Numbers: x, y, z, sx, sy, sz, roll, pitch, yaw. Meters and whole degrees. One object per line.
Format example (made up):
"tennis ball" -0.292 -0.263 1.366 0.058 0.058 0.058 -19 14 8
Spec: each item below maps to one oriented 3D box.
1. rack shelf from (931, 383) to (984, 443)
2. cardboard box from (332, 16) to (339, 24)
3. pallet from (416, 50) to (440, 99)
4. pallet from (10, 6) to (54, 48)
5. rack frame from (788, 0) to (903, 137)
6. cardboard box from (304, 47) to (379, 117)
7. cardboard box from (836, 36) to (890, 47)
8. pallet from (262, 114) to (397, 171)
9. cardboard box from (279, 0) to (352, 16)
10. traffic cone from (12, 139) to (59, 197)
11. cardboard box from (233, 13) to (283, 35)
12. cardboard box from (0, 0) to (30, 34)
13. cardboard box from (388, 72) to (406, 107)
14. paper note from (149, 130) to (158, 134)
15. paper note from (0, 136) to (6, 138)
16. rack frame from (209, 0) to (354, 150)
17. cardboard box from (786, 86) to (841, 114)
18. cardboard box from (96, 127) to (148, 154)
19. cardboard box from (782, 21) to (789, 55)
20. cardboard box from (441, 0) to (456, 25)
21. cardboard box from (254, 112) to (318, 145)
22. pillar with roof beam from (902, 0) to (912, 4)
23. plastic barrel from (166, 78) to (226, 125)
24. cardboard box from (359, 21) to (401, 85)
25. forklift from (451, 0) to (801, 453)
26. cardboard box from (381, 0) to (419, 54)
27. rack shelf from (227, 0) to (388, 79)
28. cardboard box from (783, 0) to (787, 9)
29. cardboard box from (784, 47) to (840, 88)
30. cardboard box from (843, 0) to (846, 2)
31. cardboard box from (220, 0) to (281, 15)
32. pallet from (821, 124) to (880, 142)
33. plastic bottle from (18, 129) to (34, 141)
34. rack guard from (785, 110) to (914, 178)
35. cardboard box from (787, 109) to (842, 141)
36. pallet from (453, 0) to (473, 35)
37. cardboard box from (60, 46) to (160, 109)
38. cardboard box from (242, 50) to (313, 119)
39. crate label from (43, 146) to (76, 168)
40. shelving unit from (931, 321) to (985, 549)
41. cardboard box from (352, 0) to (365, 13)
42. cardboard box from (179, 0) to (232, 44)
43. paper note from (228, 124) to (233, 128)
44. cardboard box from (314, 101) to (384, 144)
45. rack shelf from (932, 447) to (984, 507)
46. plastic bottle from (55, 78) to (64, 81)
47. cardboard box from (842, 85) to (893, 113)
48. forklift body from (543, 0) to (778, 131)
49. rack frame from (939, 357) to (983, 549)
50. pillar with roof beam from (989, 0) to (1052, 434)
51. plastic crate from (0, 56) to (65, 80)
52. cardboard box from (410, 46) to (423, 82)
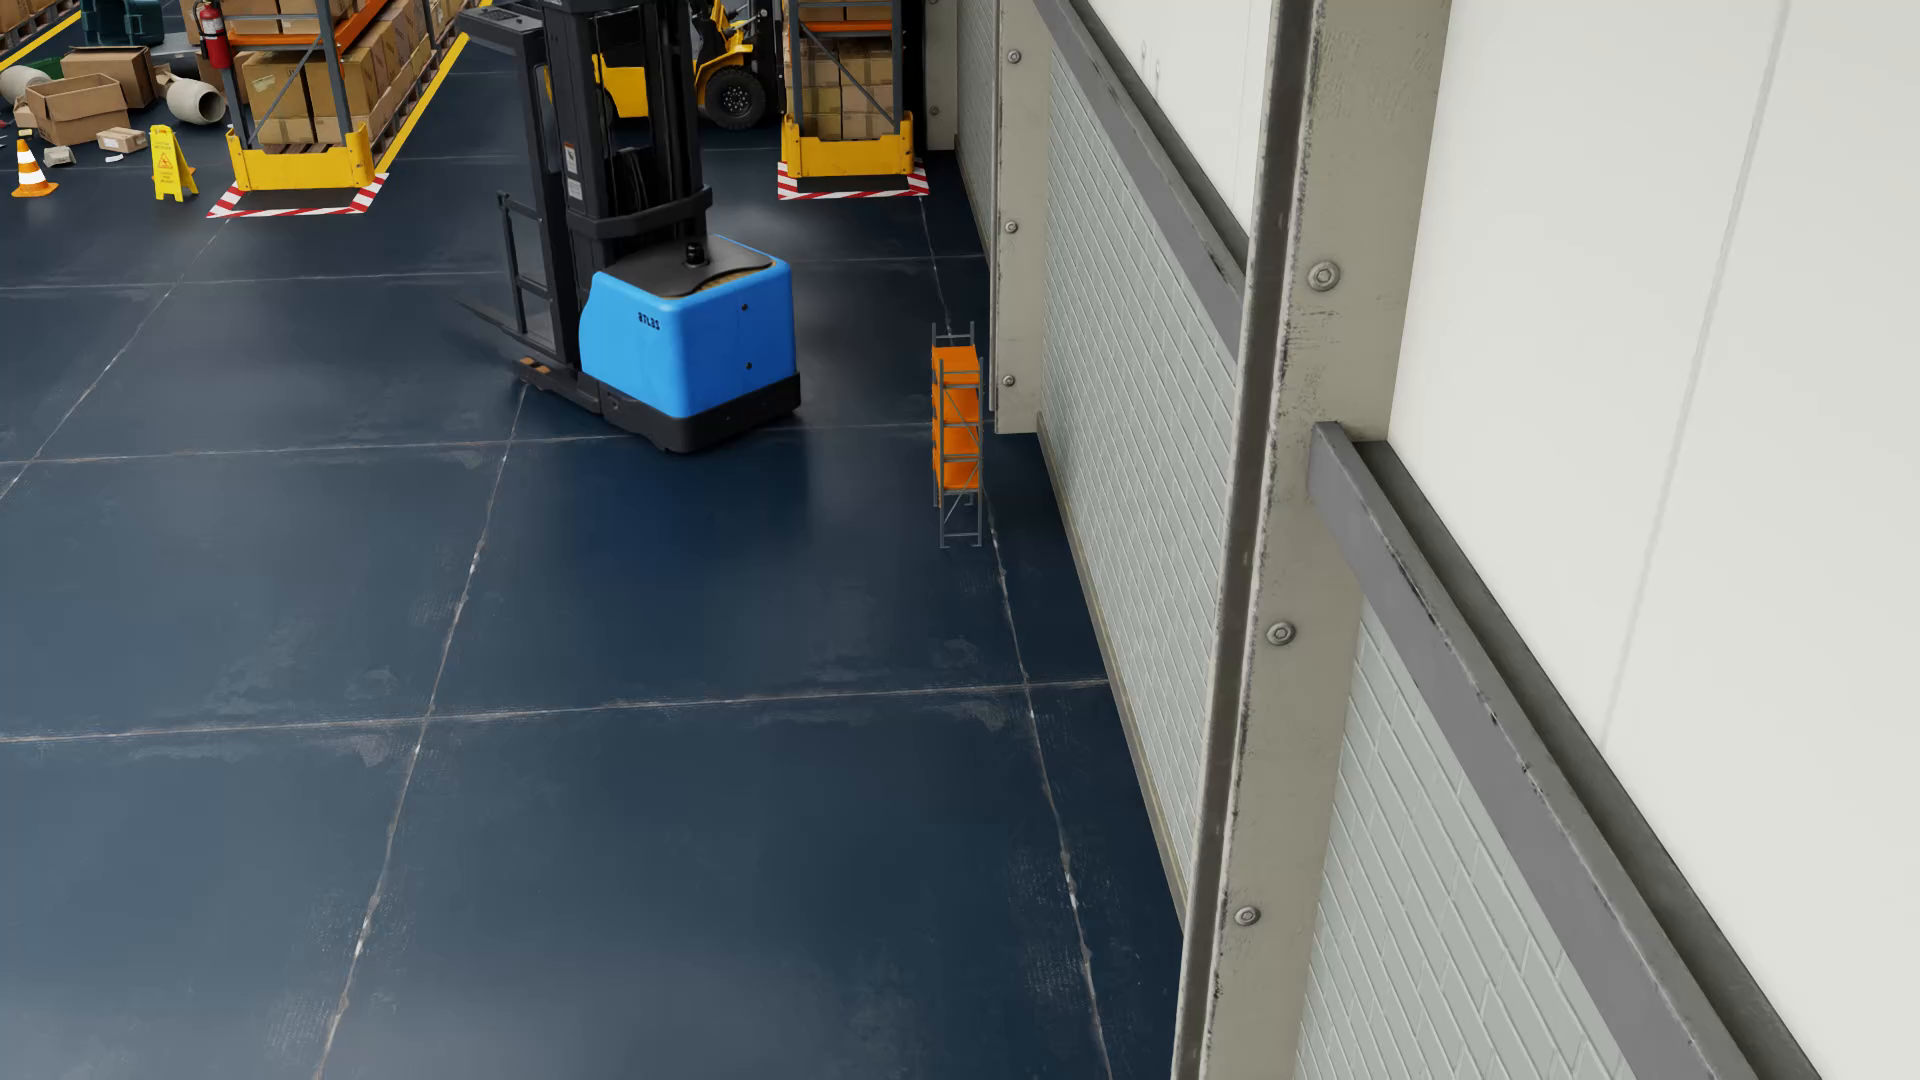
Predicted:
"rack shelf" -0.015 -0.734 9.504 0.258 0.148 0.480 -3 31 -5
"cardboard box" -5.829 -4.722 14.976 0.380 0.149 0.250 -2 31 -4
"pallet" -6.241 -5.022 17.953 1.003 0.211 1.213 -3 31 -5
"pallet" -11.523 -6.089 19.739 1.003 0.211 1.213 -3 31 -5
"rack frame" -1.024 -4.758 14.791 1.000 3.000 0.127 -3 31 -5
"cardboard box" -5.768 -4.277 15.527 0.500 0.500 0.500 -4 31 -6
"cardboard box" -0.931 -4.697 15.985 0.500 0.250 0.500 -3 31 -5
"pallet" -6.013 -3.777 15.867 1.003 0.211 1.213 -3 31 -5
"cardboard box" -5.734 -4.944 14.715 0.500 0.500 0.500 -3 31 -5
"traffic cone" -8.364 -3.360 14.925 0.336 0.463 0.334 -3 31 -5
"cardboard box" -6.213 -4.591 14.757 0.380 0.149 0.250 -2 31 -3
"cardboard box" -11.492 -6.292 19.143 1.050 0.750 0.750 -3 31 -5
"cardboard box" -5.869 -4.482 16.601 0.500 0.250 0.500 -1 31 -1
"paper note" -7.966 -4.067 16.541 0.148 0.019 0.142 8 32 13
"paper note" -9.444 -3.964 16.377 0.032 0.001 0.123 13 33 21
"rack frame" -5.966 -4.518 14.390 1.000 3.000 0.127 -3 31 -5
"cardboard box" -1.381 -4.206 15.651 0.500 0.250 0.500 -3 31 -5
"cardboard box" -8.099 -3.867 16.079 0.380 0.149 0.250 13 33 21
"cardboard box" -1.488 -4.925 16.367 0.500 0.250 0.500 -2 31 -4
"cardboard box" -6.461 -6.247 19.437 0.950 0.372 0.625 -1 31 -1
"cardboard box" -6.311 -3.930 15.677 0.500 0.250 0.500 -3 31 -5
"pillar with roof beam" -5.038 -10.589 18.704 9.100 9.000 0.400 -3 31 -5
"plastic barrel" -7.666 -4.394 16.695 0.512 0.421 0.421 20 36 29
"cardboard box" -5.860 -4.801 16.403 0.500 0.500 0.500 -2 31 -4
"forklift" -2.470 -2.461 11.012 3.031 2.935 1.130 27 40 37
"cardboard box" -5.968 -5.334 17.295 0.500 0.500 0.500 -2 31 -4
"rack shelf" -6.152 -5.231 16.284 1.077 0.370 4.000 -3 31 -5
"cardboard box" -1.569 -5.452 17.250 0.500 0.250 0.500 -2 31 -3
"cardboard box" -1.378 -4.407 15.501 0.500 0.250 0.500 -2 31 -3
"cardboard box" -0.865 -5.332 15.655 0.500 0.500 0.500 -2 31 -3
"cardboard box" -6.291 -4.953 14.730 0.500 0.500 0.500 -3 31 -5
"pallet" -1.137 -3.949 16.157 1.003 0.211 1.213 -3 31 -5
"plastic bottle" -9.202 -3.994 16.377 0.133 0.061 0.283 -14 33 -22
"rack guard" -1.022 -3.673 15.412 1.175 0.500 0.348 -3 31 -5
"cardboard box" -1.382 -3.983 15.765 0.500 0.250 0.500 -3 31 -4
"pallet" -6.531 -6.385 20.235 1.003 0.211 1.213 -3 31 -5
"cardboard box" -8.746 -4.757 17.092 0.797 0.637 0.503 -3 31 -5
"cardboard box" -6.300 -4.237 15.459 0.500 0.500 0.500 -3 31 -4
"crate label" -8.499 -3.619 15.675 0.250 0.136 0.298 -20 36 -30
"shelving unit" -0.015 -0.600 9.584 0.258 1.200 0.503 -3 31 -5
"cardboard box" -5.751 -4.993 15.430 0.380 0.149 0.250 -2 31 -4
"cardboard box" -8.109 -5.712 18.087 0.500 0.500 0.500 -3 31 -5
"paper note" -7.274 -4.165 16.693 0.142 0.019 0.148 -14 33 -22
"cardboard box" -5.766 -3.943 15.699 0.500 0.250 0.500 -3 31 -5
"rack shelf" -0.015 -0.371 9.721 0.258 0.148 0.480 -3 31 -5
"plastic bottle" -9.730 -4.942 17.964 0.133 0.061 0.283 -20 36 -30
"cardboard box" -0.861 -4.223 15.679 0.500 0.250 0.500 -2 31 -4
"forklift body" -3.018 -5.274 16.483 2.313 2.155 1.214 -3 31 -5
"rack frame" 0.007 -0.475 9.376 0.240 1.200 0.015 -3 31 -5
"pillar with roof beam" -3.917 -4.463 8.446 9.100 9.000 0.400 -3 31 -5
"plastic crate" -9.938 -5.063 17.988 0.450 0.188 0.662 4 30 26
"cardboard box" -5.957 -5.000 17.468 0.500 0.250 0.500 -4 31 -6
